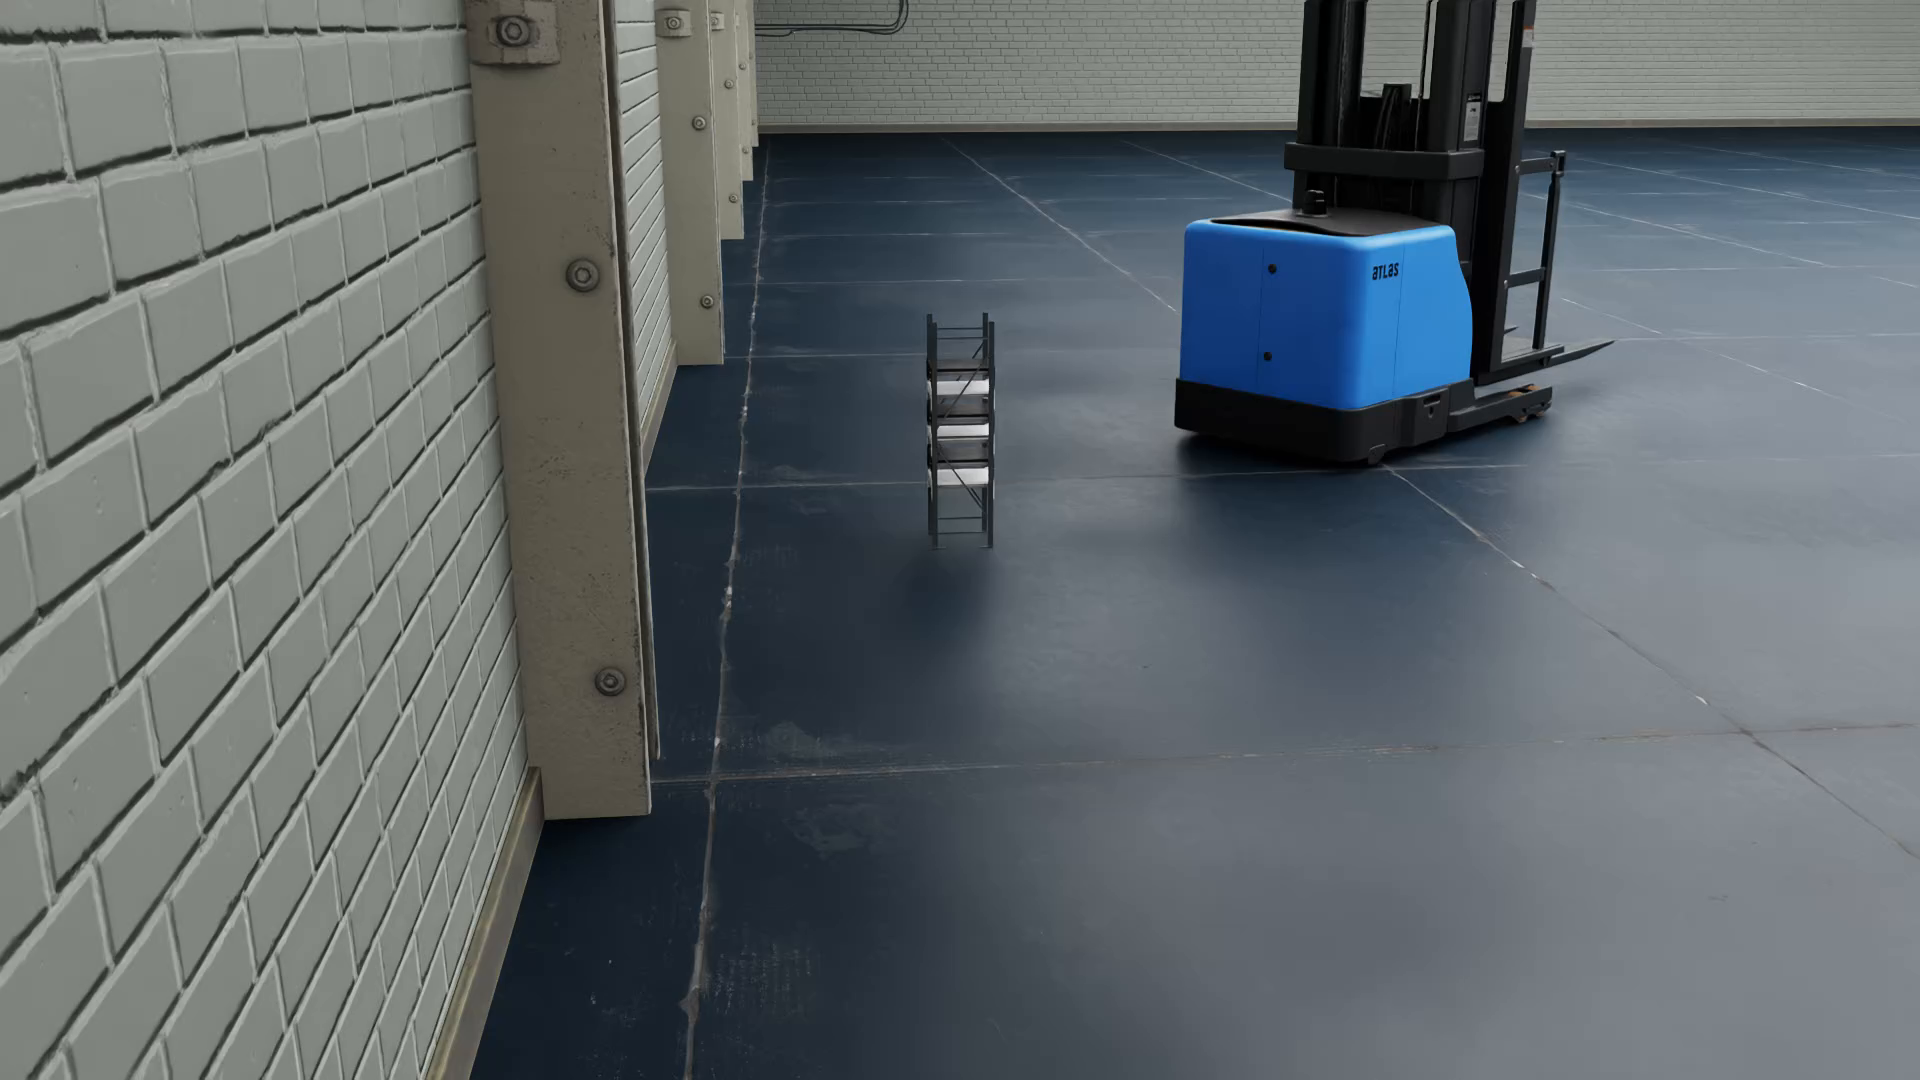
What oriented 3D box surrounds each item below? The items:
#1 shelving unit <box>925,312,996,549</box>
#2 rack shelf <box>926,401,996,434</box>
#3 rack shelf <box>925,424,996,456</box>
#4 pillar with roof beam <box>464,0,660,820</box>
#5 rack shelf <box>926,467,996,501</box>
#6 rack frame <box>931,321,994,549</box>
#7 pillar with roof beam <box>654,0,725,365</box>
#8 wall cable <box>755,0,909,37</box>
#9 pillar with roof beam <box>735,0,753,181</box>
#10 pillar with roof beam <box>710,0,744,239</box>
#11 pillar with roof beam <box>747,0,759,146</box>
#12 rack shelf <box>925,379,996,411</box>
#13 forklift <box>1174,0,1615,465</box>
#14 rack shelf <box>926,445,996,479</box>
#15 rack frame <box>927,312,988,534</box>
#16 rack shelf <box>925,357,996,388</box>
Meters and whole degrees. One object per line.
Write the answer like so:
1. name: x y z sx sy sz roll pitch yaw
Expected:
1. shelving unit: 0.001 -0.427 6.535 0.258 0.900 0.210 -2 18 -6
2. rack shelf: 0.001 -0.481 6.518 0.258 0.077 0.200 -2 18 -6
3. rack shelf: 0.001 -0.395 6.545 0.258 0.077 0.200 -2 18 -6
4. pillar with roof beam: 3.292 -3.758 3.624 9.100 9.000 0.400 -2 18 -6
5. rack shelf: 0.001 -0.223 6.598 0.258 0.077 0.200 -2 18 -6
6. rack frame: 0.011 -0.397 6.438 0.240 0.900 0.006 -2 18 -6
7. pillar with roof beam: 2.673 -5.546 9.318 9.100 9.000 0.400 -2 18 -6
8. wall cable: -2.454 -10.213 29.367 3.097 2.526 0.112 -2 18 -6
9. pillar with roof beam: 1.436 -9.121 20.706 9.100 9.000 0.400 -2 18 -6
10. pillar with roof beam: 2.054 -7.333 15.012 9.100 9.000 0.400 -2 18 -6
11. pillar with roof beam: 0.817 -10.908 26.400 9.100 9.000 0.400 -2 18 -6
12. rack shelf: 0.001 -0.567 6.491 0.258 0.077 0.200 -2 18 -6
13. forklift: 2.471 -2.100 8.474 3.031 2.935 1.130 -16 24 -42
14. rack shelf: 0.001 -0.309 6.572 0.258 0.077 0.200 -2 18 -6
15. rack frame: -0.010 -0.457 6.631 0.240 0.900 0.006 -2 18 -6
16. rack shelf: 0.001 -0.653 6.464 0.258 0.077 0.200 -2 18 -6
